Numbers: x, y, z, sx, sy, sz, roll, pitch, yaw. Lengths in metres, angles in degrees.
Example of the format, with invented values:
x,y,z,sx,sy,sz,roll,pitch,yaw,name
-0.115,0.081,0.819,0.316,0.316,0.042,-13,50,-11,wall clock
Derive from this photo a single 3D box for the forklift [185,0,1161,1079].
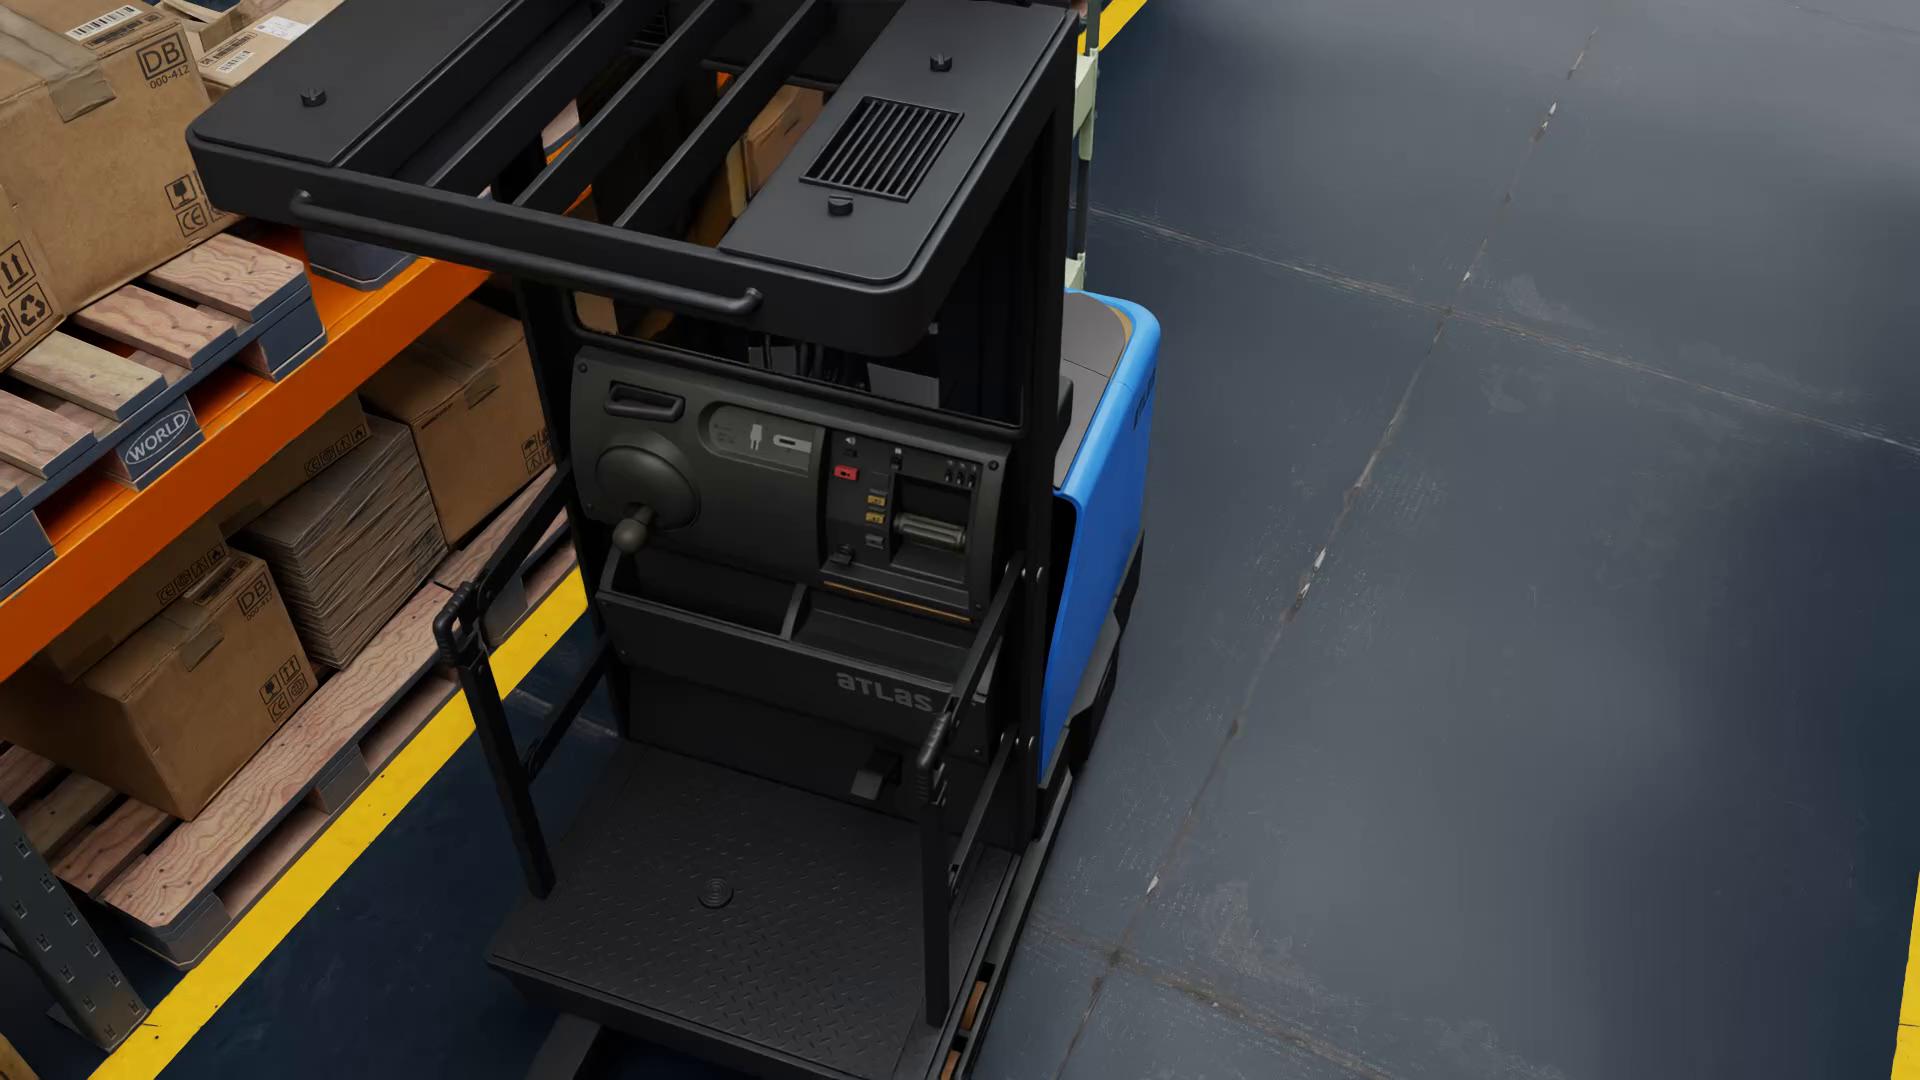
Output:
x,y,z,sx,sy,sz,roll,pitch,yaw,name
-0.428,-0.013,3.203,1.130,2.935,3.031,14,47,13,forklift

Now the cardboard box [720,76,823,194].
x,y,z,sx,sy,sz,roll,pitch,yaw,name
-0.911,-1.430,6.003,0.700,0.500,0.500,17,48,16,cardboard box

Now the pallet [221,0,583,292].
x,y,z,sx,sy,sz,roll,pitch,yaw,name
-1.581,-1.207,4.469,1.003,0.211,1.213,20,49,19,pallet

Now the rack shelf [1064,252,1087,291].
x,y,z,sx,sy,sz,roll,pitch,yaw,name
0.087,-0.594,5.241,0.431,0.370,0.720,14,47,13,rack shelf

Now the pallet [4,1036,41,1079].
x,y,z,sx,sy,sz,roll,pitch,yaw,name
-2.896,1.438,3.680,1.003,0.211,1.213,20,49,19,pallet

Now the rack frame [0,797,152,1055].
x,y,z,sx,sy,sz,roll,pitch,yaw,name
-2.463,-0.014,3.155,1.000,3.000,0.127,20,49,19,rack frame

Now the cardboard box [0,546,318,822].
x,y,z,sx,sy,sz,roll,pitch,yaw,name
-2.170,0.281,4.311,0.700,0.500,0.500,18,48,17,cardboard box

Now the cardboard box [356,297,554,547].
x,y,z,sx,sy,sz,roll,pitch,yaw,name
-1.667,-0.432,5.016,0.700,0.500,0.500,24,50,22,cardboard box

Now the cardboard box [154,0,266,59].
x,y,z,sx,sy,sz,roll,pitch,yaw,name
-1.929,-1.254,4.180,0.396,0.266,0.258,19,48,18,cardboard box

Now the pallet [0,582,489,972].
x,y,z,sx,sy,sz,roll,pitch,yaw,name
-2.099,0.474,4.633,1.003,0.211,1.213,20,49,19,pallet

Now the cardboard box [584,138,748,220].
x,y,z,sx,sy,sz,roll,pitch,yaw,name
-1.149,-1.136,5.712,0.700,0.500,0.500,20,49,19,cardboard box

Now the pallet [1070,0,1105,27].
x,y,z,sx,sy,sz,roll,pitch,yaw,name
0.239,-2.760,7.829,1.003,0.211,1.213,20,49,19,pallet

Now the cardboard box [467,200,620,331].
x,y,z,sx,sy,sz,roll,pitch,yaw,name
-1.408,-0.783,5.363,0.700,0.500,0.500,17,48,16,cardboard box

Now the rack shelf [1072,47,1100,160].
x,y,z,sx,sy,sz,roll,pitch,yaw,name
0.087,-1.097,4.731,0.431,0.370,0.720,14,47,13,rack shelf

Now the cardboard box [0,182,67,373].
x,y,z,sx,sy,sz,roll,pitch,yaw,name
-2.248,-0.550,3.319,0.500,0.500,0.500,15,47,14,cardboard box

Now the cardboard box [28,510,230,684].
x,y,z,sx,sy,sz,roll,pitch,yaw,name
-2.179,0.014,4.048,0.500,0.250,0.500,22,49,21,cardboard box

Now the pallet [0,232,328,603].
x,y,z,sx,sy,sz,roll,pitch,yaw,name
-2.227,-0.431,3.702,1.213,0.211,1.003,20,49,19,pallet

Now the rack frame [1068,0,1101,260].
x,y,z,sx,sy,sz,roll,pitch,yaw,name
0.208,-1.069,5.252,0.400,1.500,0.023,14,47,13,rack frame

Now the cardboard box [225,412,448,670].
x,y,z,sx,sy,sz,roll,pitch,yaw,name
-1.924,-0.072,4.661,0.700,0.500,0.500,17,48,16,cardboard box

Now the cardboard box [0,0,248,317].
x,y,z,sx,sy,sz,roll,pitch,yaw,name
-2.078,-0.935,3.699,0.700,0.500,0.500,28,51,25,cardboard box

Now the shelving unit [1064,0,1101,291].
x,y,z,sx,sy,sz,roll,pitch,yaw,name
0.087,-0.823,5.009,0.431,1.500,0.755,14,47,13,shelving unit

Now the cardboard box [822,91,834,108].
x,y,z,sx,sy,sz,roll,pitch,yaw,name
-0.386,-2.042,6.621,0.500,0.500,0.500,19,48,18,cardboard box

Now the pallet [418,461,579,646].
x,y,z,sx,sy,sz,roll,pitch,yaw,name
-1.532,-0.291,5.389,1.003,0.211,1.213,20,49,19,pallet

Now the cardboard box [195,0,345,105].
x,y,z,sx,sy,sz,roll,pitch,yaw,name
-1.482,-1.089,4.027,0.500,0.250,0.500,19,48,18,cardboard box

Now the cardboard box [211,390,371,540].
x,y,z,sx,sy,sz,roll,pitch,yaw,name
-1.942,-0.323,4.381,0.500,0.250,0.500,26,51,23,cardboard box
